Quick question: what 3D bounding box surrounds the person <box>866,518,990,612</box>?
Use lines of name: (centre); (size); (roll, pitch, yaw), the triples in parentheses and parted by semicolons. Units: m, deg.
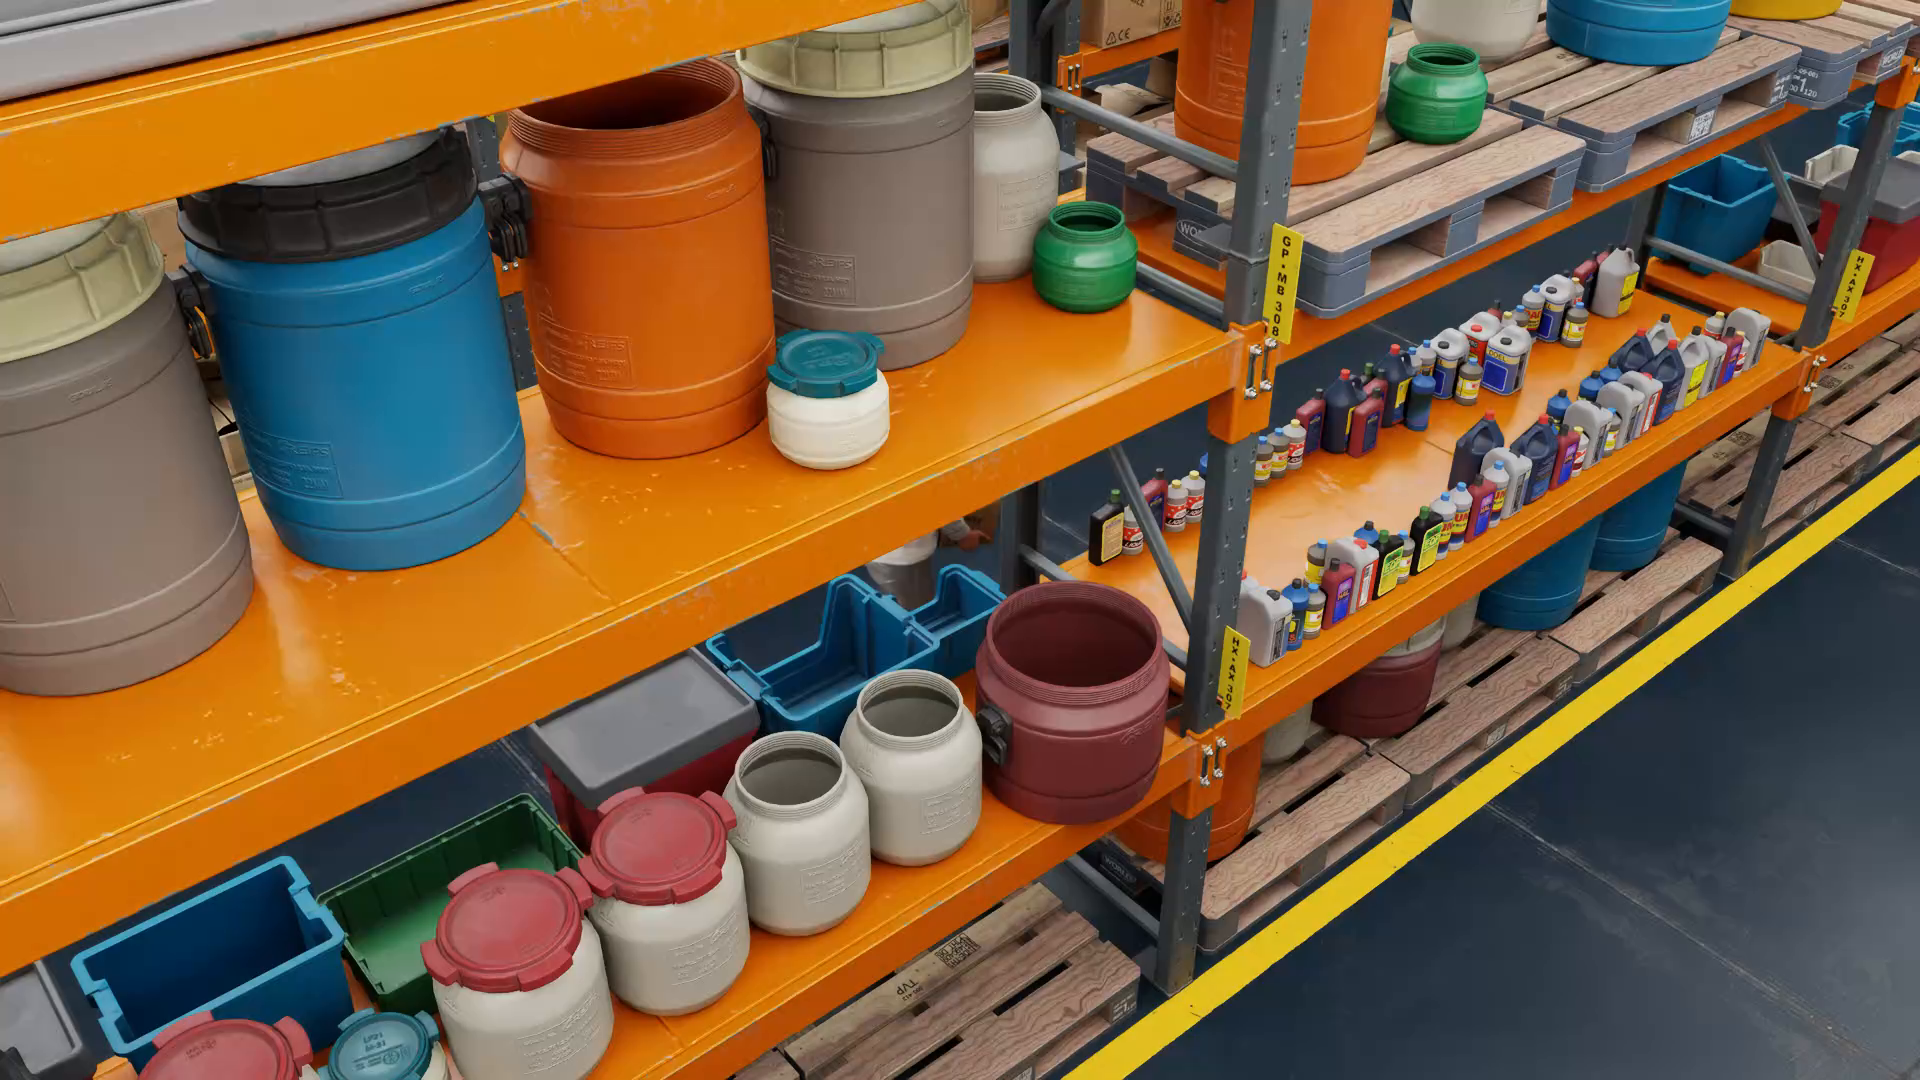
person: (-0.184, -0.026, 7.097); (0.553, 1.772, 0.495); (-11, 37, -15)
